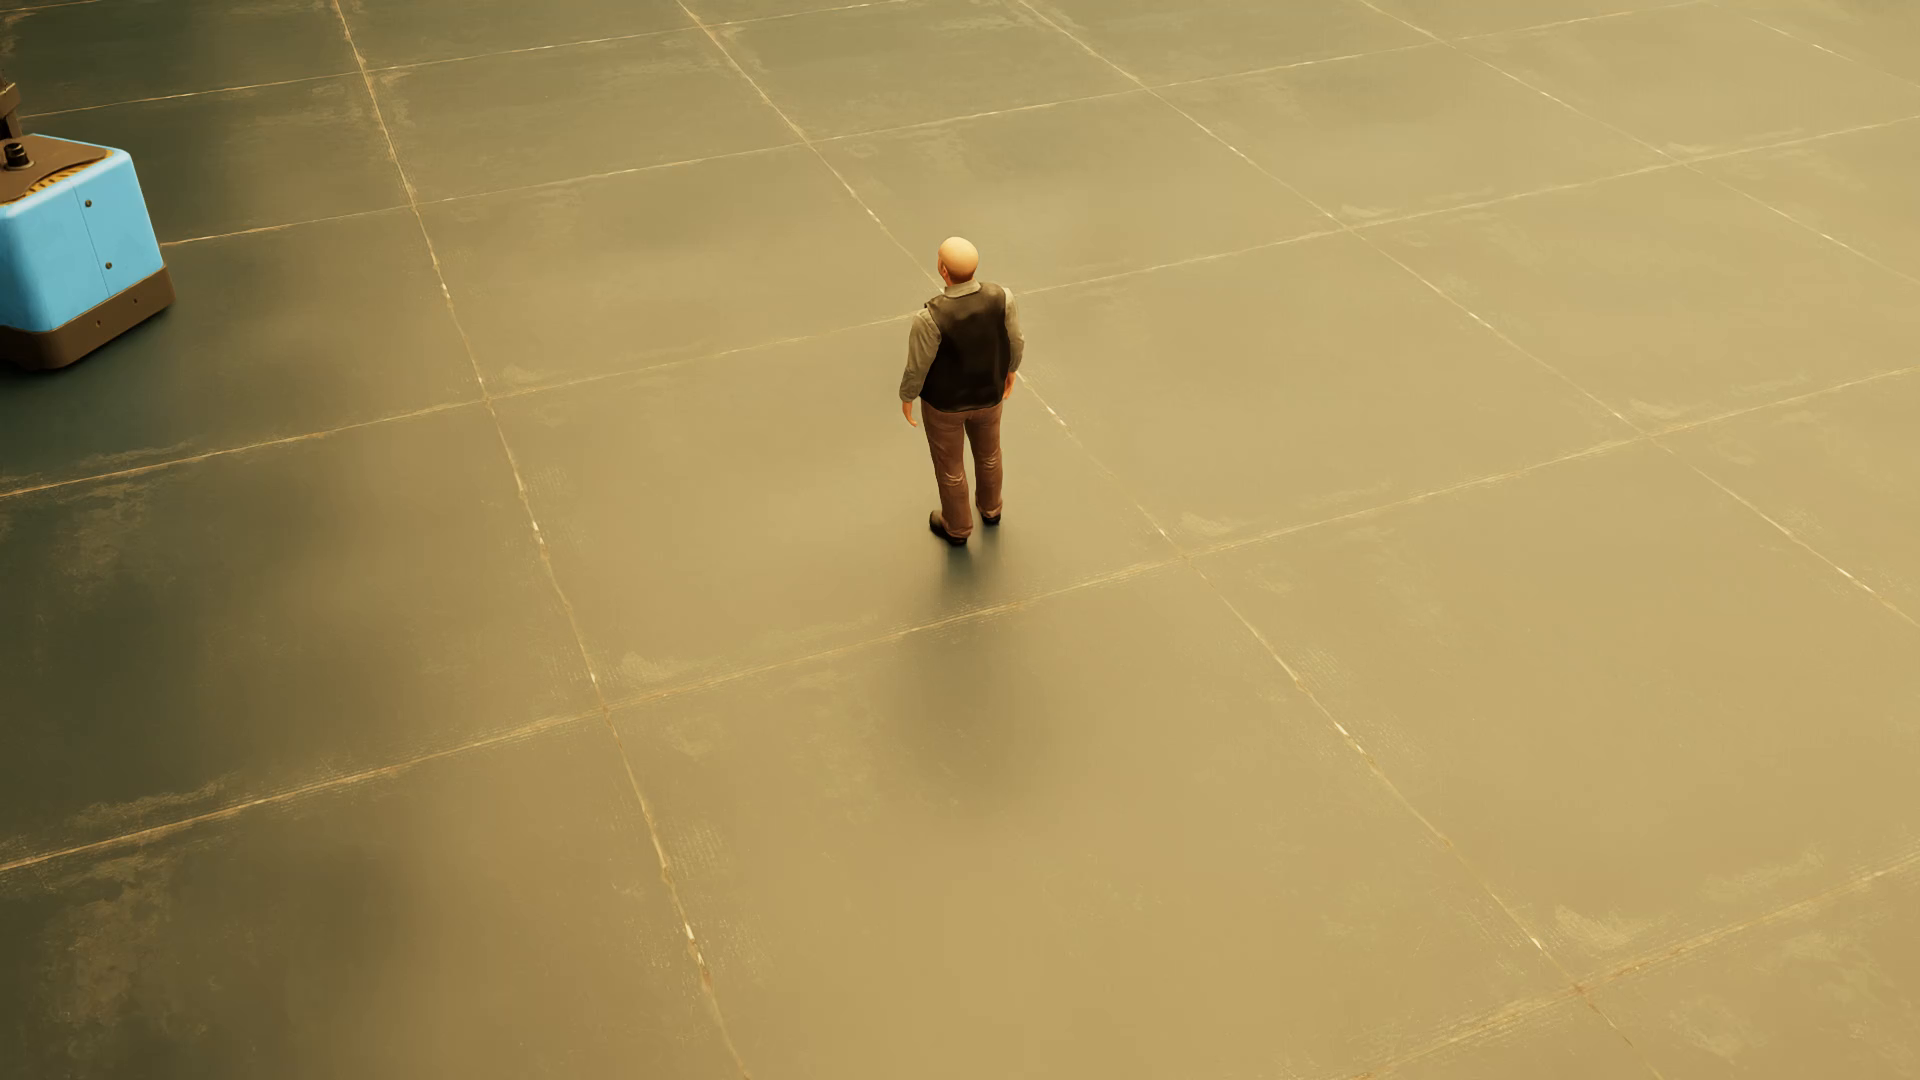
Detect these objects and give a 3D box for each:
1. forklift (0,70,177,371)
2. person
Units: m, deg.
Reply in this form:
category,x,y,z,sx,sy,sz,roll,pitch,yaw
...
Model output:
category,x,y,z,sx,sy,sz,roll,pitch,yaw
forklift,-6.601,-2.744,9.958,3.031,2.935,1.130,13,37,17
person,-0.016,-0.742,8.174,0.632,1.720,0.568,-14,38,-19
